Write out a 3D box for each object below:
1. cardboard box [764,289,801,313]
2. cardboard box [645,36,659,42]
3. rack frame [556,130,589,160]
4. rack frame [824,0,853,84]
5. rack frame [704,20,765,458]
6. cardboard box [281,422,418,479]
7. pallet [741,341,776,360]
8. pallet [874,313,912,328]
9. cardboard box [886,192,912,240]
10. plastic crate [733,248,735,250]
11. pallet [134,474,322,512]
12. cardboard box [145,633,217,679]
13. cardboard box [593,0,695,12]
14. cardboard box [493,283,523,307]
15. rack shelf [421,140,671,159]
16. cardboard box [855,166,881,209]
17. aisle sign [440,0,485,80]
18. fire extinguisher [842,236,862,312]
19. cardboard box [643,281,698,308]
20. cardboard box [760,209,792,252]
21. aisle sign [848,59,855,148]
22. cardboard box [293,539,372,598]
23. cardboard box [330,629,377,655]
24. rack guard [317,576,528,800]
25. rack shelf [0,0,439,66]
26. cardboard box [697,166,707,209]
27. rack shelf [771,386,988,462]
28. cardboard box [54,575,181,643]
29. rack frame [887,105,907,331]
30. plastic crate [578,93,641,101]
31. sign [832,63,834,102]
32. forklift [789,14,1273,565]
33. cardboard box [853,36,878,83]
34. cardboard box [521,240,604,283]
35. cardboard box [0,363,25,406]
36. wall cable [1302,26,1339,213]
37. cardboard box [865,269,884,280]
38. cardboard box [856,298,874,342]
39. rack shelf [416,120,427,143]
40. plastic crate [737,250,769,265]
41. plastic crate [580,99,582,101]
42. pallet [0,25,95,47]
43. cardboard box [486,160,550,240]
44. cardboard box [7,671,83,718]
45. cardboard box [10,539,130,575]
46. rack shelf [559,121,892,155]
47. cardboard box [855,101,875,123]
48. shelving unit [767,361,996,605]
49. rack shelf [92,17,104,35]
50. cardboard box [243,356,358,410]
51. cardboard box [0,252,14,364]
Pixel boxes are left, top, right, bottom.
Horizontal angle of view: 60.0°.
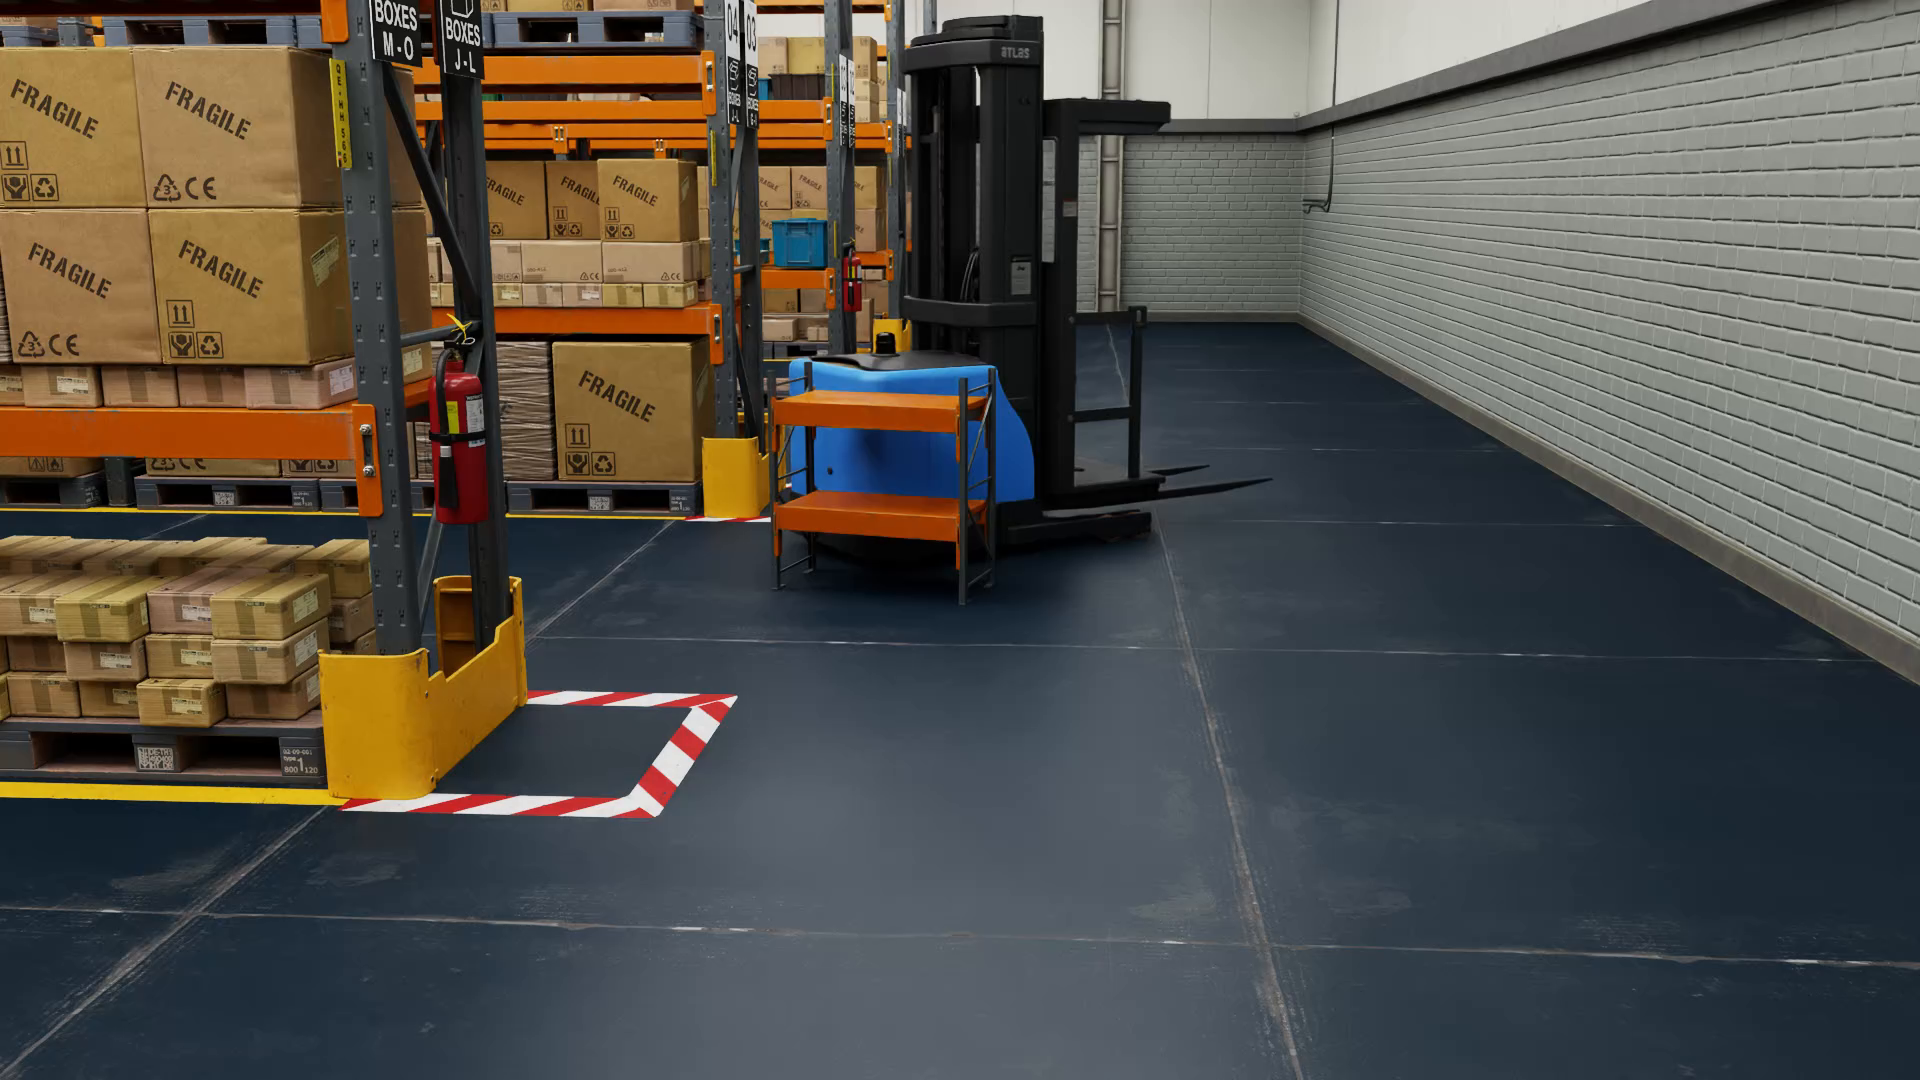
[{"bbox_3d":[-2.678,-3.752,25.457,0.500,0.500,0.700,1,12,5],"label":"cardboard box"},{"bbox_3d":[-3.780,-5.776,20.042,0.500,0.500,0.700,1,12,4],"label":"cardboard box"},{"bbox_3d":[-4.758,-3.804,20.627,0.127,3.000,1.000,1,12,4],"label":"rack frame"},{"bbox_3d":[-1.101,-5.674,14.914,0.127,3.000,1.000,1,12,4],"label":"rack frame"},{"bbox_3d":[-1.432,-1.726,10.691,0.127,3.000,1.000,1,12,4],"label":"rack frame"},{"bbox_3d":[-3.872,-0.908,10.947,0.875,0.875,0.875,1,12,4],"label":"cardboard box"},{"bbox_3d":[-2.852,-2.413,20.790,1.213,0.211,1.003,1,12,4],"label":"pallet"},{"bbox_3d":[-1.242,-3.391,25.465,1.213,0.211,1.003,1,12,4],"label":"pallet"},{"bbox_3d":[-0.949,-4.913,25.197,0.700,0.700,0.980,1,12,6],"label":"cardboard box"},{"bbox_3d":[-2.317,-2.739,16.033,0.298,0.136,0.250,1,12,4],"label":"plastic crate"},{"bbox_3d":[-4.670,-0.389,11.112,1.213,0.211,1.003,1,12,4],"label":"pallet"},{"bbox_3d":[-2.667,0.367,5.898,0.250,0.149,0.380,1,12,2],"label":"cardboard box"},{"bbox_3d":[-1.955,-3.493,10.302,0.500,0.500,0.700,0,12,0],"label":"cardboard box"},{"bbox_3d":[-2.829,-1.554,10.484,0.250,0.149,0.380,1,12,2],"label":"cardboard box"},{"bbox_3d":[-6.426,-5.959,25.363,4.000,0.370,1.077,1,12,4],"label":"rack shelf"},{"bbox_3d":[-1.229,-4.238,20.014,0.500,0.500,0.500,1,12,3],"label":"cardboard box"},{"bbox_3d":[-1.772,-2.046,5.876,0.004,0.787,0.394,1,12,4],"label":"aisle sign"},{"bbox_3d":[-0.981,-2.422,15.121,0.183,0.674,0.296,1,12,4],"label":"fire extinguisher"},{"bbox_3d":[-1.809,-1.540,10.418,0.250,0.149,0.380,1,12,5],"label":"cardboard box"},{"bbox_3d":[-2.247,-3.763,20.187,0.500,0.500,0.500,1,12,4],"label":"cardboard box"},{"bbox_3d":[-1.010,-4.070,15.547,0.004,0.787,0.394,1,12,4],"label":"aisle sign"},{"bbox_3d":[-2.364,0.108,6.408,0.250,0.149,0.380,0,12,1],"label":"cardboard box"},{"bbox_3d":[-2.366,0.404,6.449,0.250,0.149,0.380,1,12,5],"label":"cardboard box"},{"bbox_3d":[-1.940,0.509,6.115,0.348,0.500,1.175,1,12,4],"label":"rack guard"},{"bbox_3d":[-3.860,-1.857,5.751,4.000,0.370,1.077,1,12,4],"label":"rack shelf"},{"bbox_3d":[-3.278,-4.264,20.142,0.500,0.500,0.500,0,12,2],"label":"cardboard box"},{"bbox_3d":[-0.392,-0.597,8.443,1.000,0.278,0.538,4,12,18],"label":"rack shelf"},{"bbox_3d":[-2.923,0.237,5.794,0.250,0.149,0.380,1,12,2],"label":"cardboard box"},{"bbox_3d":[-0.766,-3.749,20.366,0.127,3.000,1.000,1,12,4],"label":"rack frame"},{"bbox_3d":[-3.179,-4.054,15.141,0.530,0.136,0.437,1,12,4],"label":"plastic crate"},{"bbox_3d":[-1.122,-4.042,14.694,0.005,0.325,0.100,1,12,4],"label":"sign"},{"bbox_3d":[0.532,-1.502,9.788,3.031,2.935,1.130,-7,14,-31],"label":"forklift"},{"bbox_3d":[-1.280,-5.760,19.964,0.500,0.500,0.700,1,12,4],"label":"cardboard box"},{"bbox_3d":[-2.439,-1.757,10.482,0.500,0.250,0.500,1,12,3],"label":"cardboard box"},{"bbox_3d":[-3.223,-0.557,5.719,0.250,0.149,0.380,0,12,1],"label":"cardboard box"},{"bbox_3d":[5.180,-6.027,24.188,0.112,2.526,3.097,1,12,4],"label":"wall cable"},{"bbox_3d":[-1.285,-4.015,25.129,0.250,0.149,0.380,1,12,3],"label":"cardboard box"},{"bbox_3d":[-1.325,-2.698,20.371,0.500,0.500,0.500,1,12,4],"label":"cardboard box"},{"bbox_3d":[-7.088,-3.936,15.687,4.000,0.370,1.077,1,12,4],"label":"rack shelf"},{"bbox_3d":[-1.927,-2.612,15.426,0.243,0.136,0.396,1,12,4],"label":"plastic crate"},{"bbox_3d":[-3.292,-4.241,15.680,0.530,0.282,0.437,1,12,4],"label":"plastic crate"},{"bbox_3d":[-6.341,-3.157,10.677,1.217,0.209,0.805,0,12,1],"label":"pallet"},{"bbox_3d":[-2.909,-2.239,10.955,0.500,0.500,0.500,0,12,2],"label":"cardboard box"},{"bbox_3d":[-3.172,0.507,5.956,0.250,0.149,0.380,1,12,4],"label":"cardboard box"},{"bbox_3d":[-3.419,0.107,6.413,0.250,0.149,0.380,1,12,6],"label":"cardboard box"},{"bbox_3d":[-2.762,-4.893,20.263,4.000,0.370,1.077,1,12,4],"label":"rack shelf"},{"bbox_3d":[-1.297,-5.097,19.850,0.500,0.250,0.500,1,12,4],"label":"cardboard box"},{"bbox_3d":[-0.392,-0.310,8.503,1.048,1.125,0.538,4,12,18],"label":"shelving unit"},{"bbox_3d":[-10.744,-6.275,20.520,4.000,0.370,1.077,1,12,4],"label":"rack shelf"},{"bbox_3d":[-2.209,-0.537,5.625,0.250,0.149,0.380,1,12,4],"label":"cardboard box"},{"bbox_3d":[-3.350,-0.875,5.654,0.500,0.500,0.500,1,12,4],"label":"cardboard box"}]
